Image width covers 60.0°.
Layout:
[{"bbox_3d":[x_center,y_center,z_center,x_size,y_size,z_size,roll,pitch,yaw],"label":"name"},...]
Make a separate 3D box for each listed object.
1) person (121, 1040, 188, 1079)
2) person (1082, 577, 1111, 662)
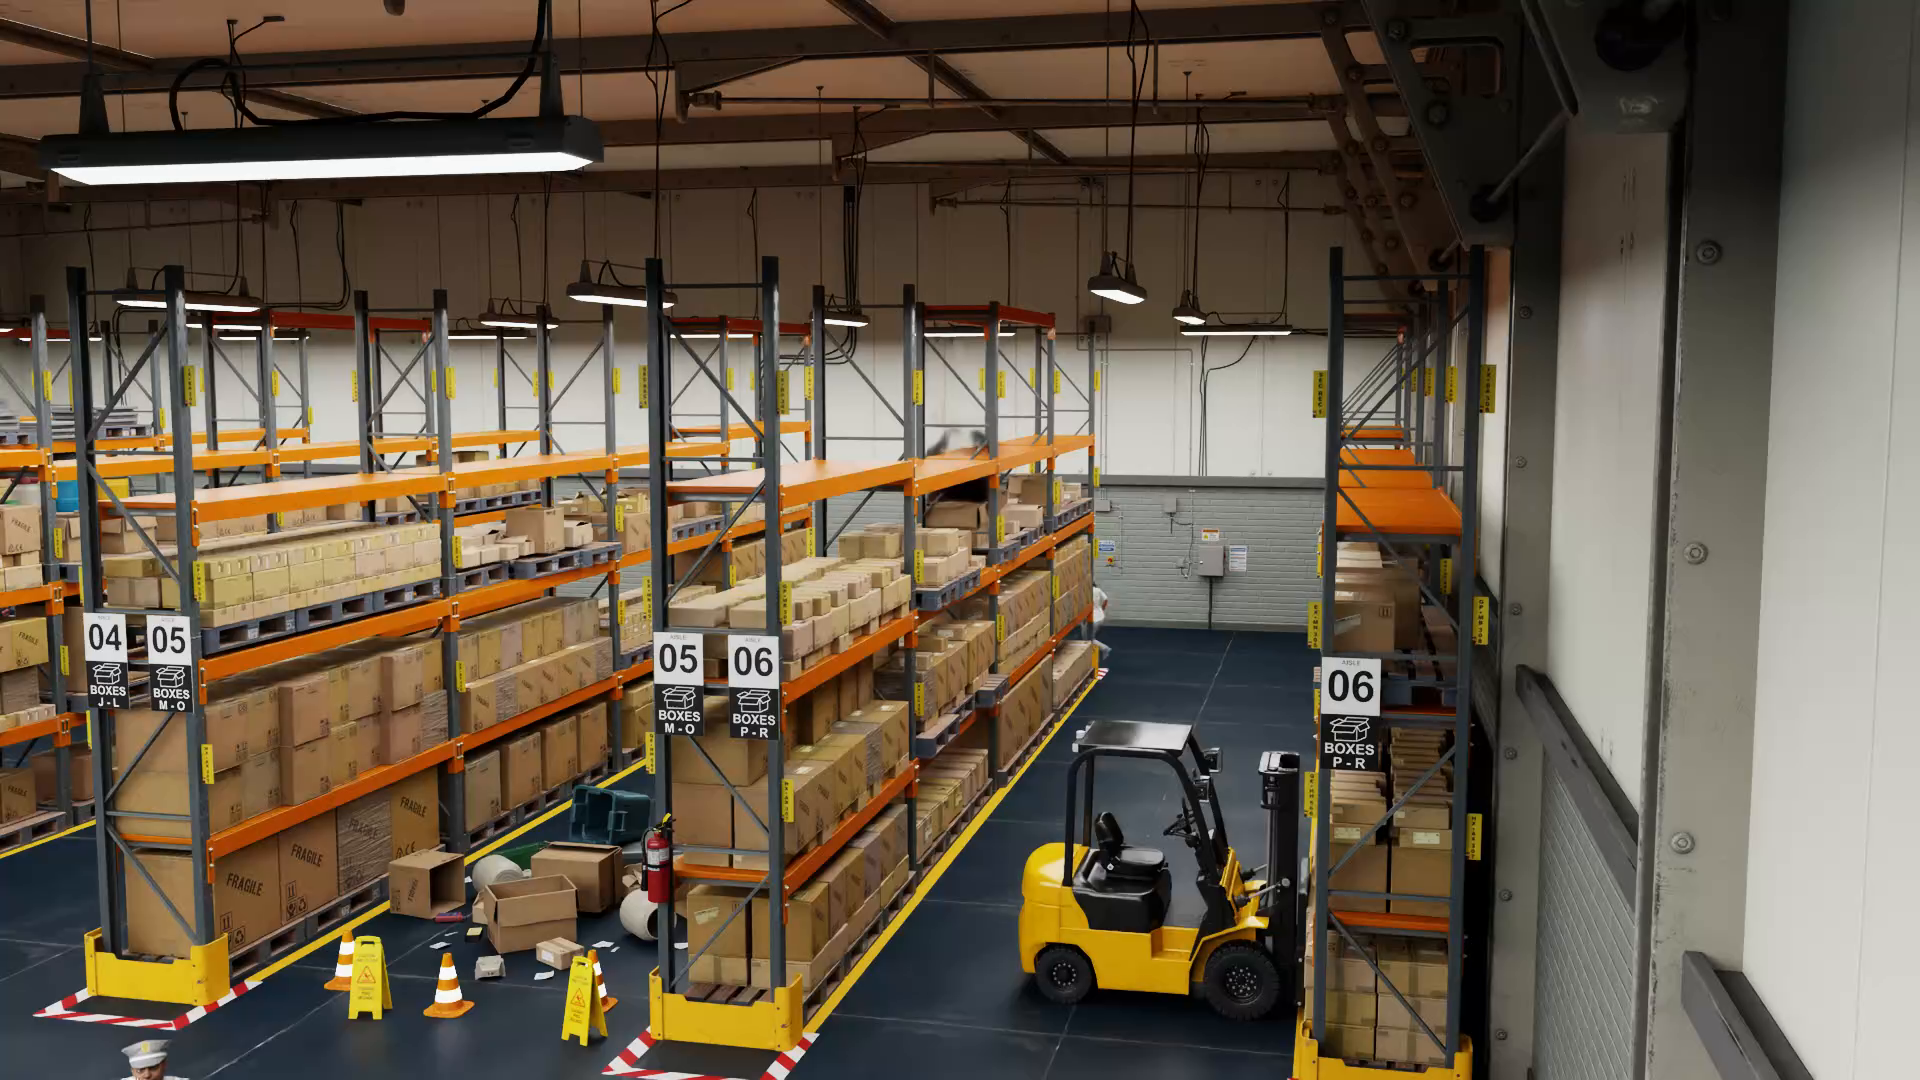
[{"bbox_3d":[-4.345,3.433,8.882,0.603,1.677,0.797,-3,6,-26],"label":"person"},{"bbox_3d":[2.351,1.424,29.253,0.675,1.626,0.646,5,8,41],"label":"person"}]
